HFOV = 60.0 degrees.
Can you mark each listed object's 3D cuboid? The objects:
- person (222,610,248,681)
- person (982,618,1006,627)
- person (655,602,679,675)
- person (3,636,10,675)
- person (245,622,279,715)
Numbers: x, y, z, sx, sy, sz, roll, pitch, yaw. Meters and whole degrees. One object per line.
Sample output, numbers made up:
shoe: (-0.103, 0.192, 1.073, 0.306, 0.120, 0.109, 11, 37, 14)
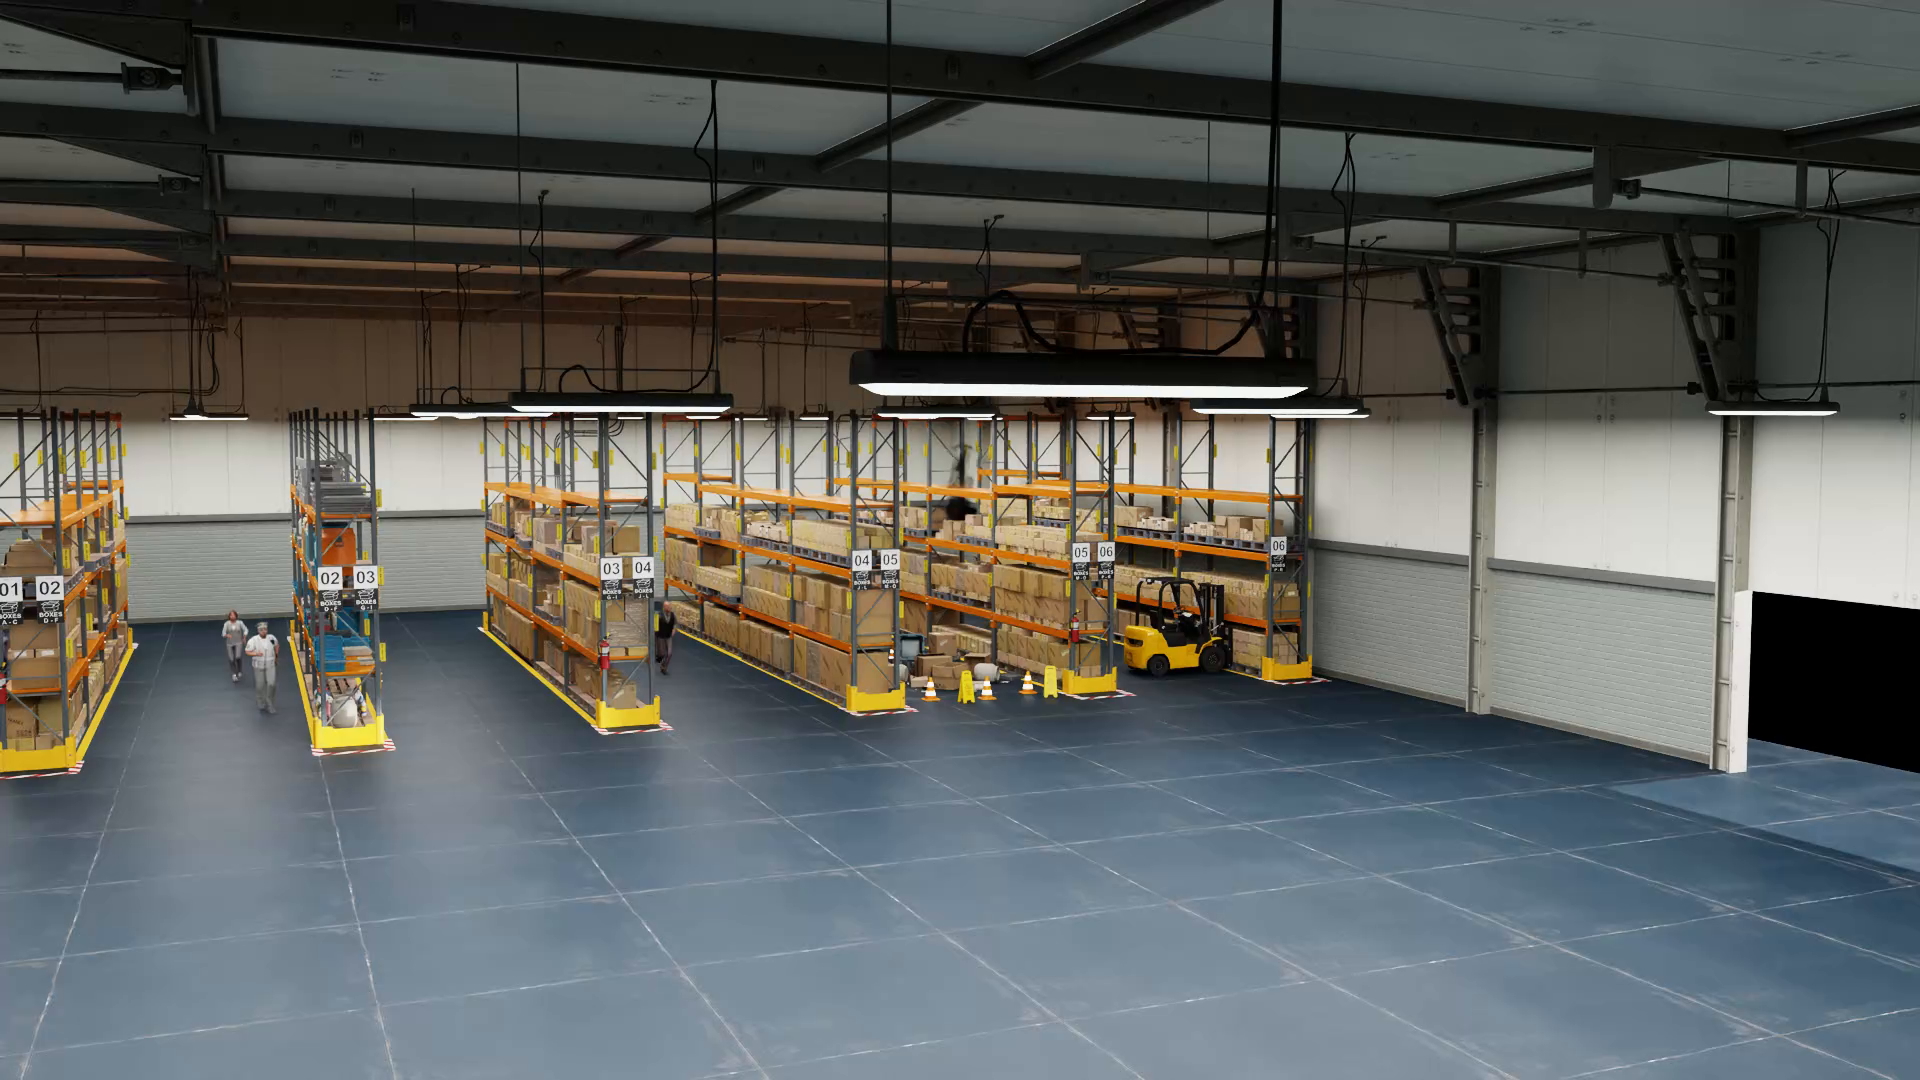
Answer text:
person: (-16.077, 2.338, 36.856, 0.510, 1.570, 0.636, -1, 4, -16)
person: (0.943, 1.611, 46.401, 0.589, 1.720, 0.883, -3, 5, -40)
person: (-6.777, 2.242, 38.096, 0.690, 1.677, 0.694, -2, 4, -27)
person: (-19.483, 2.532, 33.548, 0.590, 1.670, 0.909, -2, 5, -29)
person: (-13.818, 2.528, 32.948, 0.626, 1.839, 0.826, -2, 5, -28)
